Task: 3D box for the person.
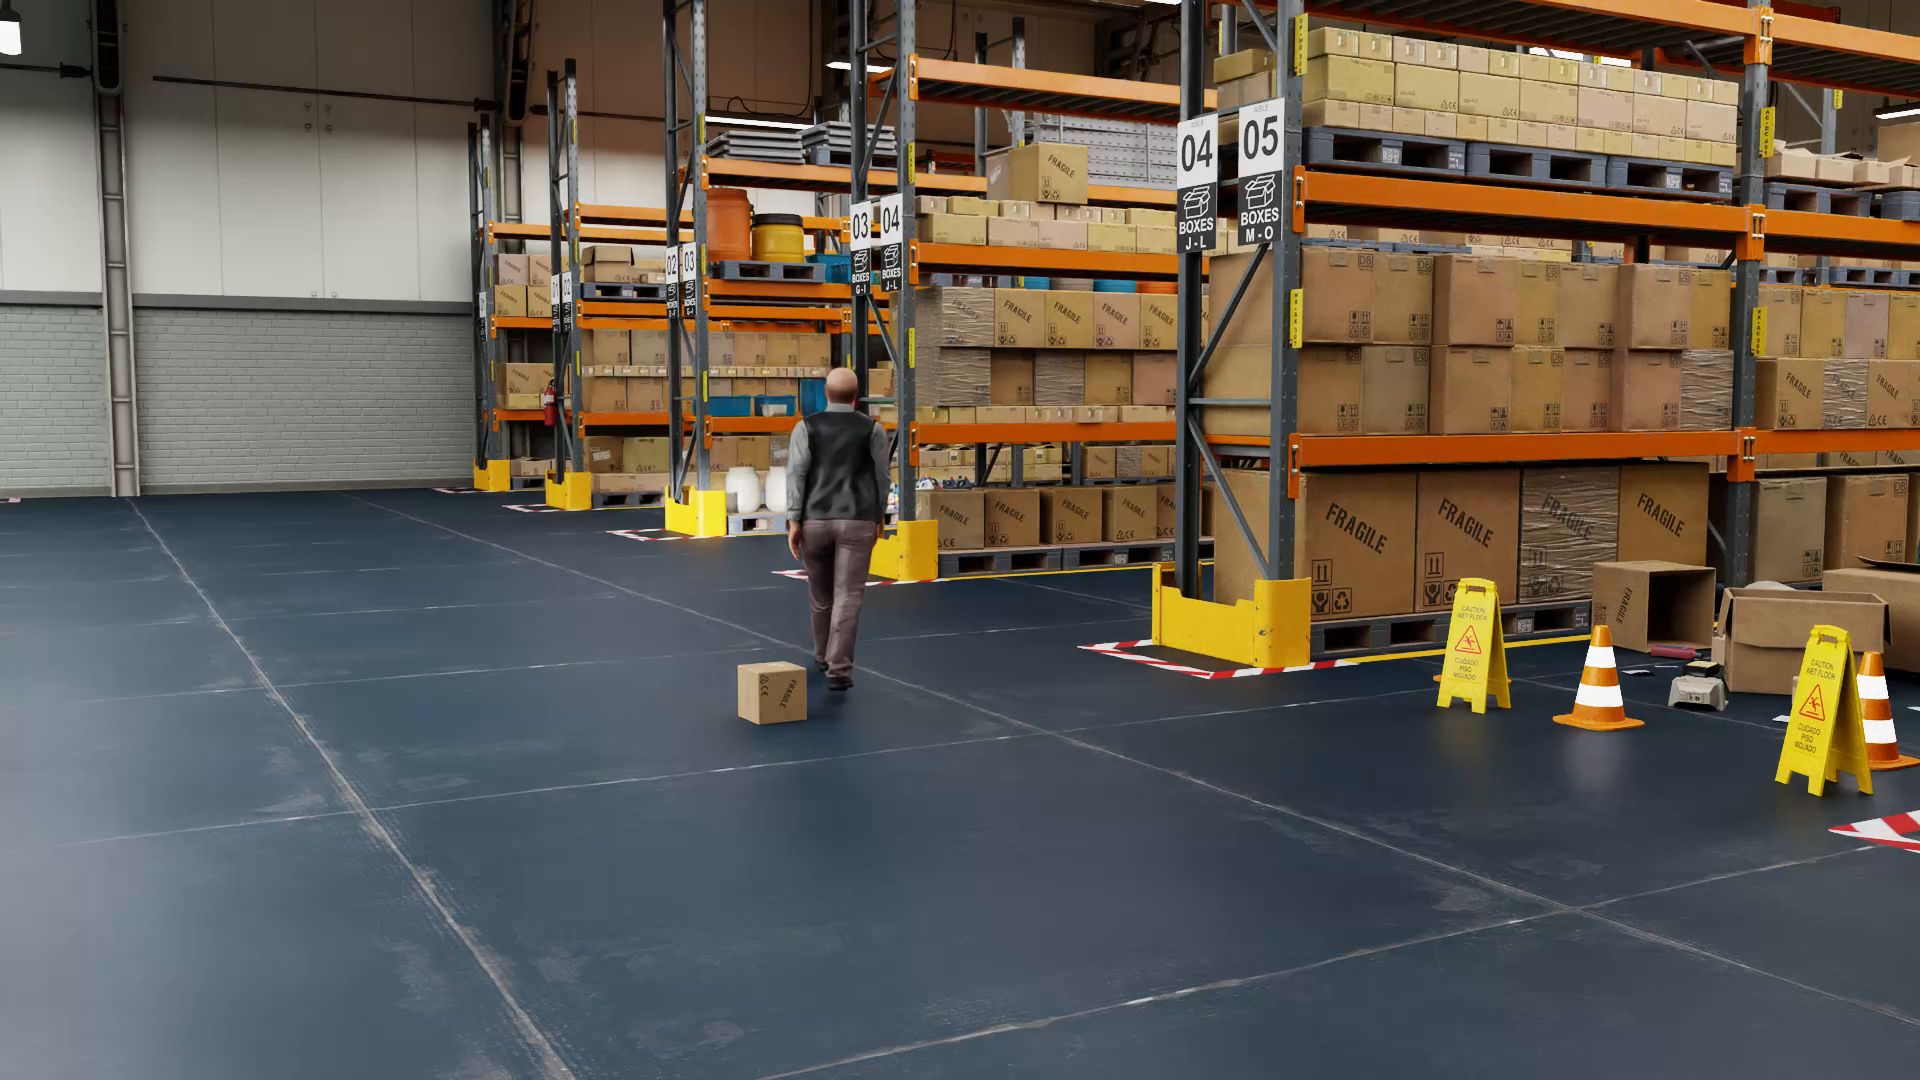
[{"bbox_3d":[-0.628,-0.081,8.800,0.537,1.653,1.033,0,5,4],"label":"person"}]
